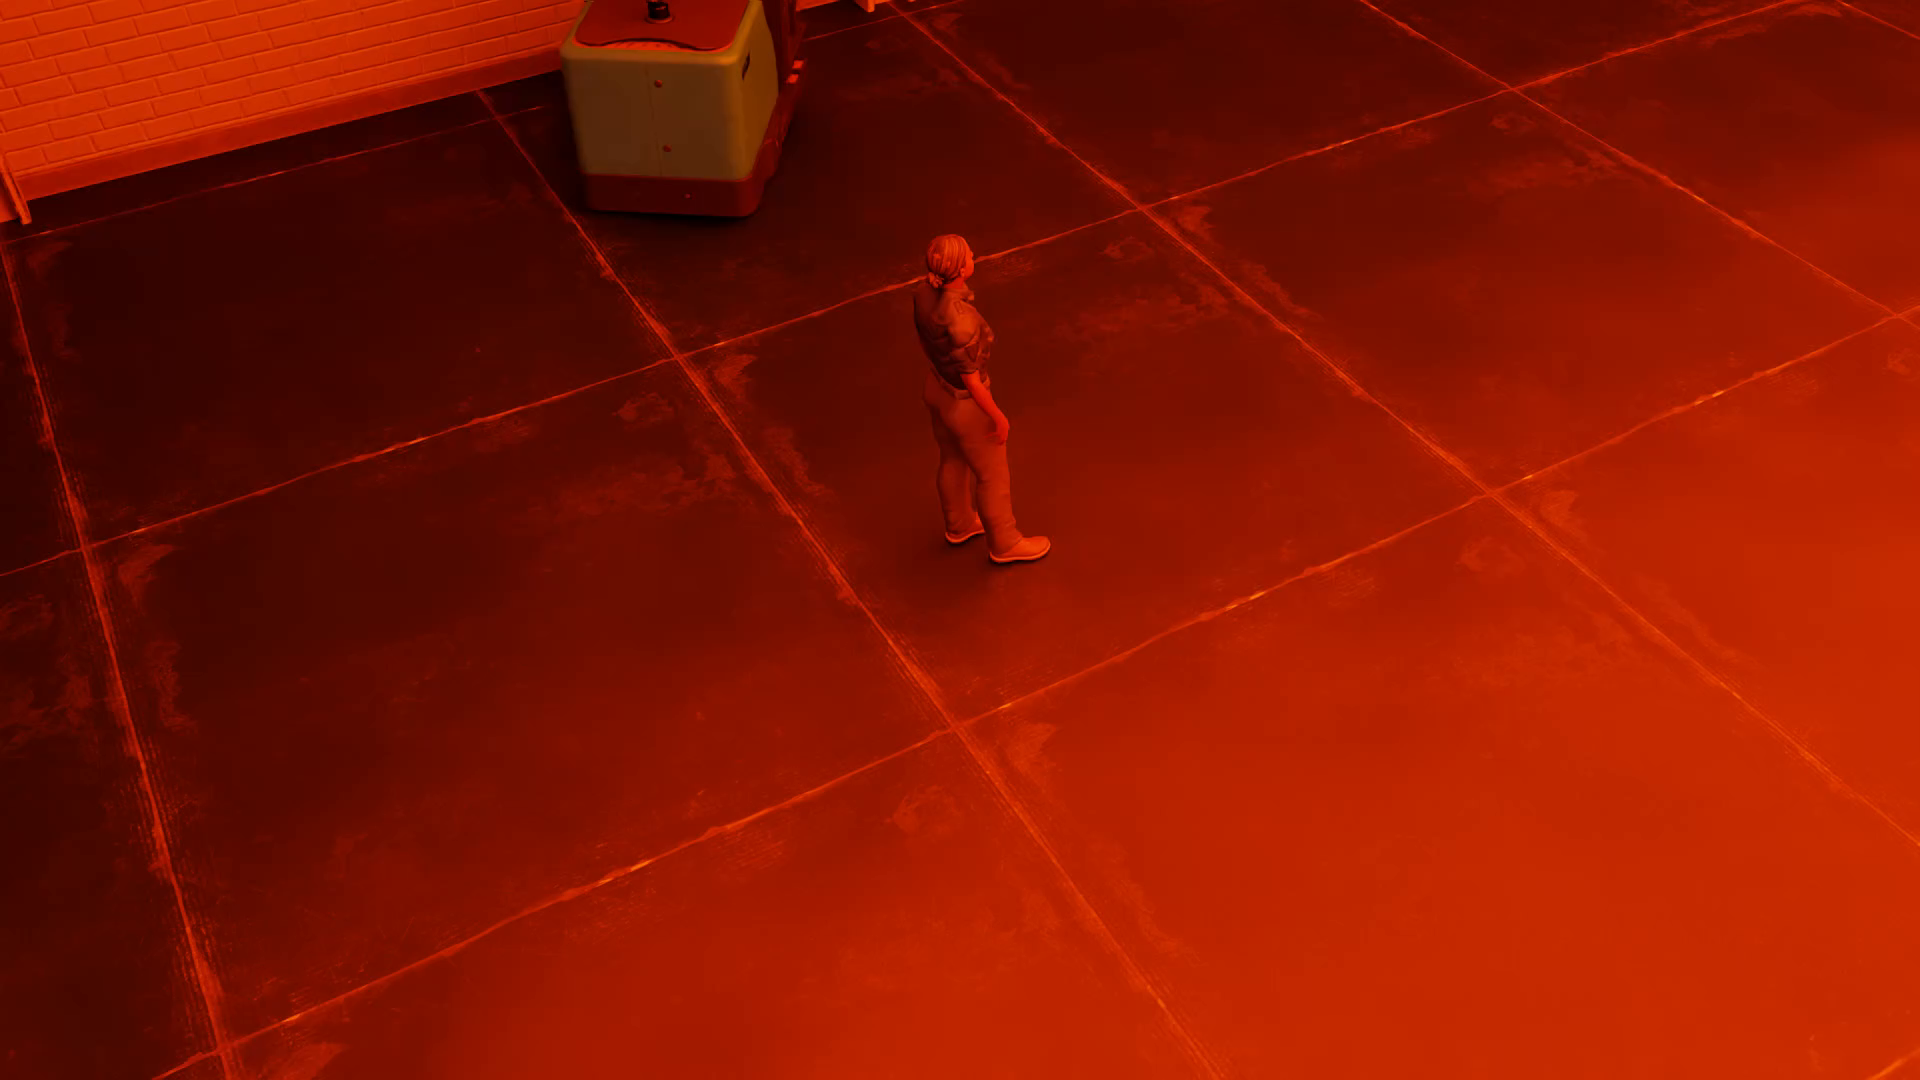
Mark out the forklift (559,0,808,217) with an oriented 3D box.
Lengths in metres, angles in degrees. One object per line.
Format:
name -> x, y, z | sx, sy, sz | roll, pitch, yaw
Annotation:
forklift -> -1.603, -3.975, 9.984 | 1.130, 2.935, 3.031 | 3, 43, 4

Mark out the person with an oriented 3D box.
person -> 0.086, -0.629, 7.305 | 0.504, 1.654, 0.569 | -21, 47, -21
